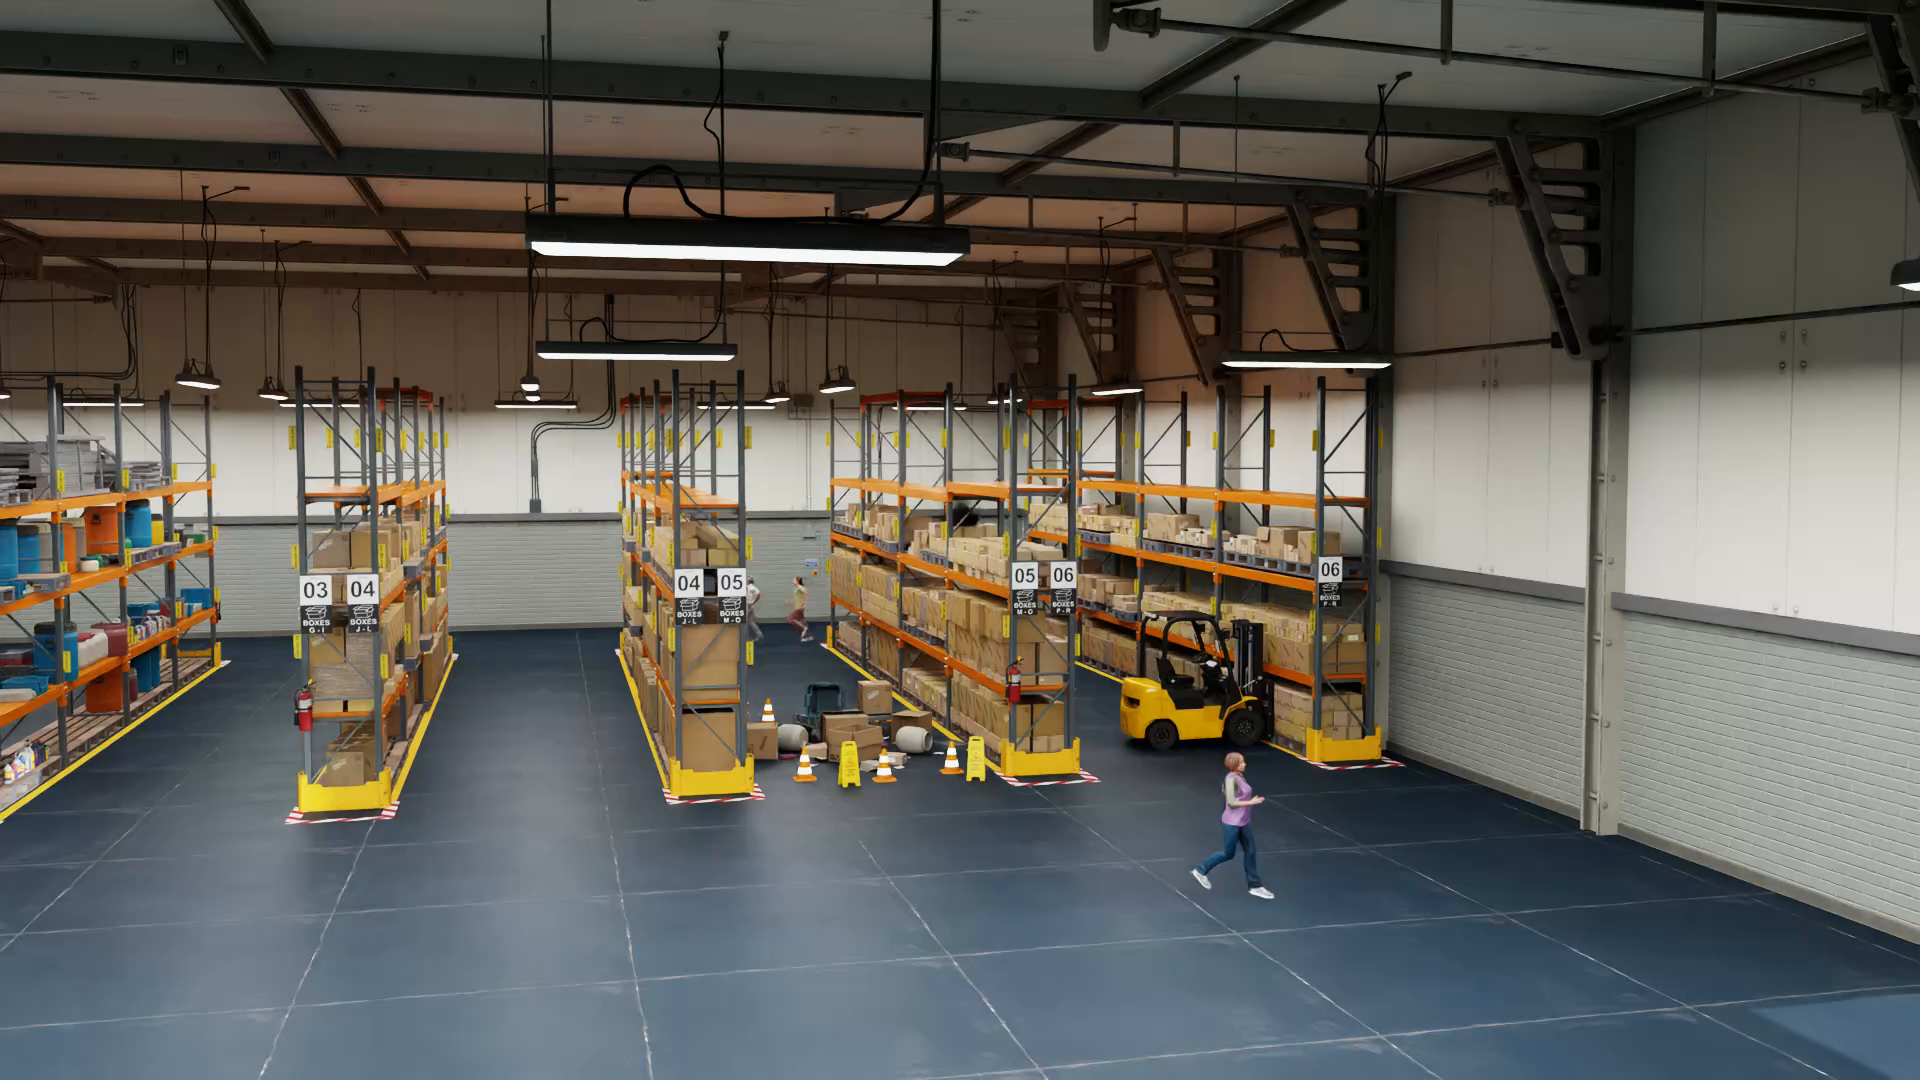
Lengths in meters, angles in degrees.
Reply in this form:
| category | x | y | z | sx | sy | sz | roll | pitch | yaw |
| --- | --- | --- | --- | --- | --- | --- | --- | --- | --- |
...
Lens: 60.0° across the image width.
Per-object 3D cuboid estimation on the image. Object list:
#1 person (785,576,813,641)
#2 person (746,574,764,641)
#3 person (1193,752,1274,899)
| category | x | y | z | sx | sy | sz | roll | pitch | yaw |
| --- | --- | --- | --- | --- | --- | --- | --- | --- | --- |
| person | -4.016 | 1.713 | 41.447 | 0.704 | 1.623 | 0.604 | 0 | 3 | -4 |
| person | -5.189 | 1.710 | 40.924 | 0.742 | 1.754 | 0.560 | -1 | 4 | -19 |
| person | 2.999 | 3.111 | 18.180 | 0.895 | 1.559 | 0.539 | 2 | 4 | 27 |
